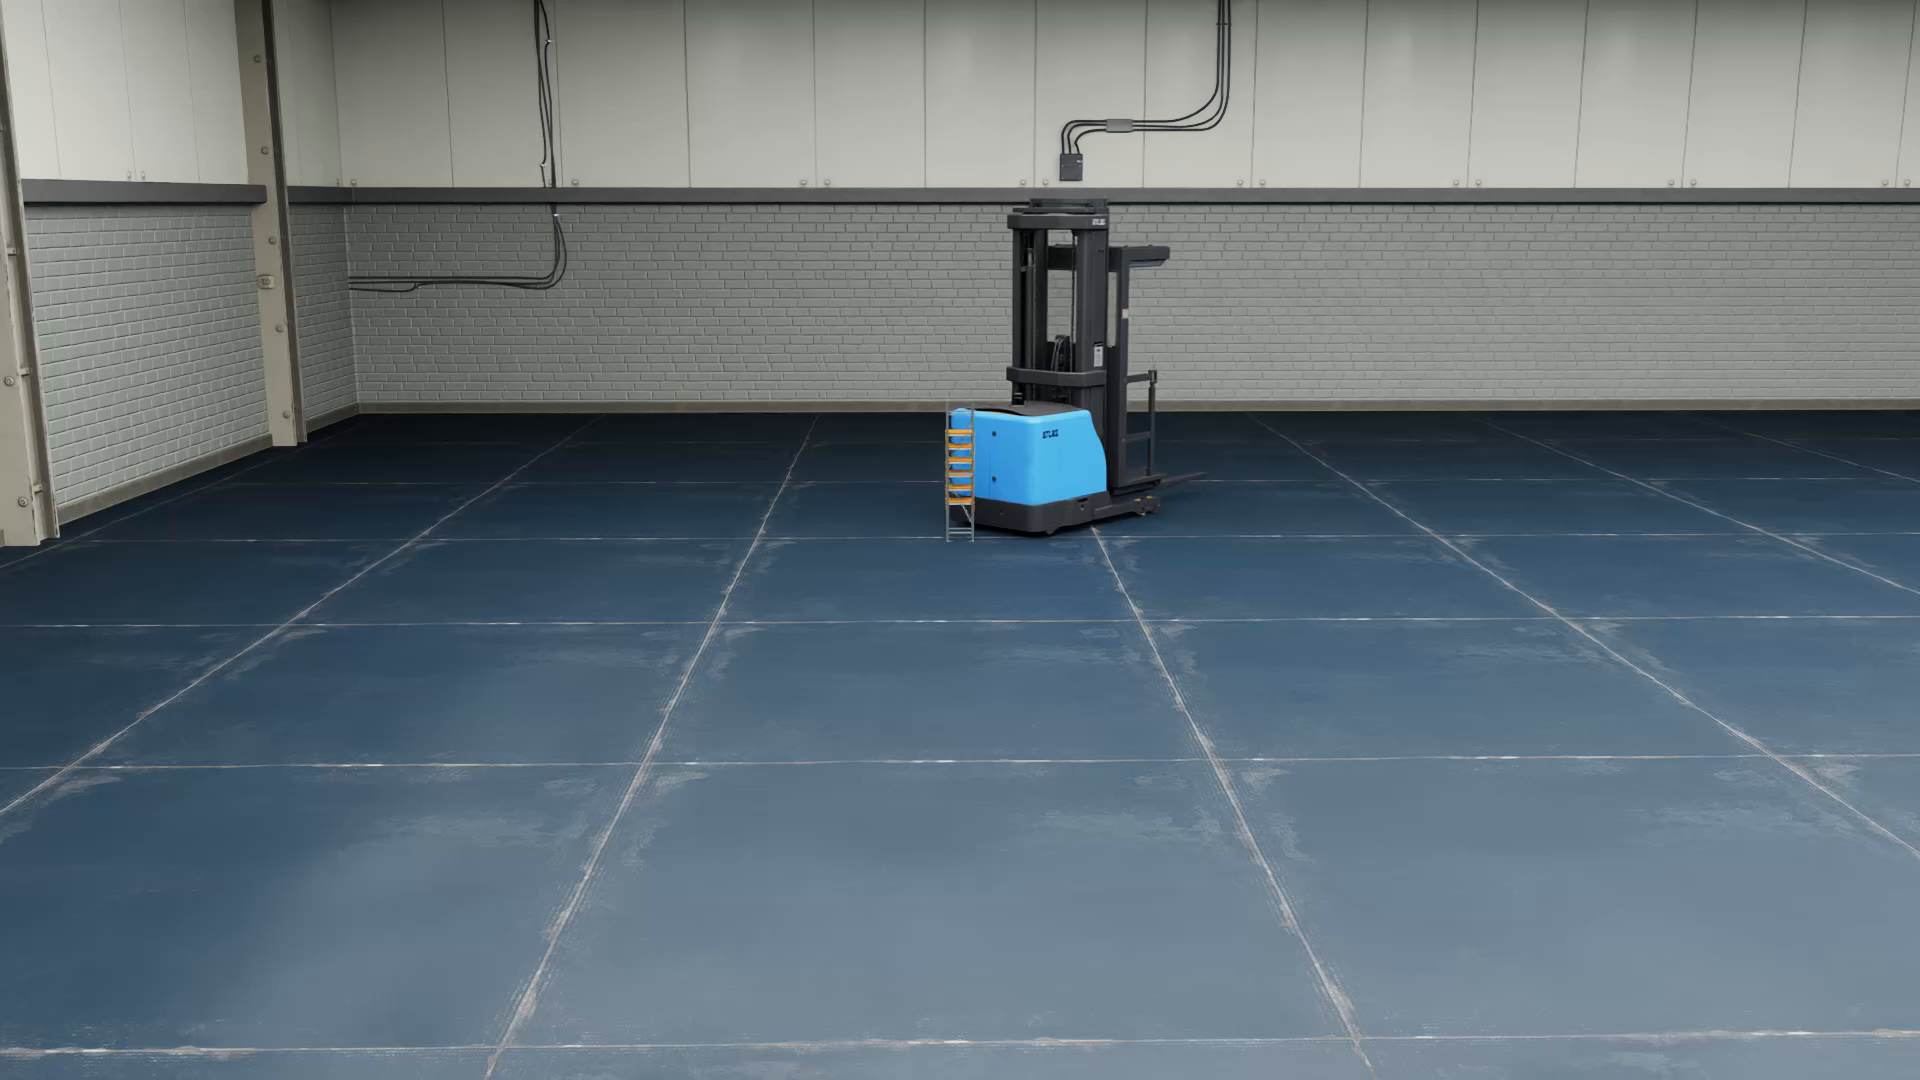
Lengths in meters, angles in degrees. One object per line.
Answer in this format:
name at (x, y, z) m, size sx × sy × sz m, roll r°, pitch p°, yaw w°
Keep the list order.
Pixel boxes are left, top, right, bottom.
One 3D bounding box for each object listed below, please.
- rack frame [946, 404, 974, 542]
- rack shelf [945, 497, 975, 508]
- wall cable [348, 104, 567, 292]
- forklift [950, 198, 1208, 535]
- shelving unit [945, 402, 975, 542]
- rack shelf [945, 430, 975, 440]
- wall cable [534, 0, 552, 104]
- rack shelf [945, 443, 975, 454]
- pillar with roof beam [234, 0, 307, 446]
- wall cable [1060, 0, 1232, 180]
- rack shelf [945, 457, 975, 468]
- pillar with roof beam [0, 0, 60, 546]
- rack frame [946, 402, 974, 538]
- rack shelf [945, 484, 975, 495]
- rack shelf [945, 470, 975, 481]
rack frame at (0.002, -0.573, 14.364) m, size 0.240 × 1.200 × 0.006 m, roll 0°, pitch 11°, yaw -1°
rack shelf at (0.000, -0.312, 14.511) m, size 0.258 × 0.103 × 0.180 m, roll 0°, pitch 11°, yaw -1°
wall cable at (-6.967, -4.662, 22.713) m, size 3.097 × 2.526 × 0.112 m, roll 0°, pitch 11°, yaw -1°
forklift at (1.258, -1.719, 15.660) m, size 1.130 × 2.935 × 3.031 m, roll 10°, pitch 15°, yaw 41°
shelving unit at (0.000, -0.591, 14.454) m, size 0.258 × 1.200 × 0.189 m, roll 0°, pitch 11°, yaw -1°
rack shelf at (0.000, -0.900, 14.391) m, size 0.258 × 0.103 × 0.180 m, roll 0°, pitch 11°, yaw -1°
wall cable at (-4.263, -7.148, 22.266) m, size 3.097 × 2.526 × 0.112 m, roll 0°, pitch 11°, yaw -1°
rack shelf at (0.000, -0.783, 14.415) m, size 0.258 × 0.103 × 0.180 m, roll 0°, pitch 11°, yaw -1°
pillar with roof beam at (-3.925, -5.610, 19.578) m, size 9.100 × 9.000 × 0.400 m, roll 0°, pitch 11°, yaw -1°
wall cable at (2.524, -7.886, 22.243) m, size 2.305 × 6.003 × 0.169 m, roll 0°, pitch 11°, yaw -1°
rack shelf at (0.000, -0.665, 14.439) m, size 0.258 × 0.103 × 0.180 m, roll 0°, pitch 11°, yaw -1°
pillar with roof beam at (-3.801, -4.417, 13.699) m, size 9.100 × 9.000 × 0.400 m, roll 0°, pitch 11°, yaw -1°
rack frame at (-0.002, -0.609, 14.544) m, size 0.240 × 1.200 × 0.006 m, roll 0°, pitch 11°, yaw -1°
rack shelf at (0.000, -0.430, 14.487) m, size 0.258 × 0.103 × 0.180 m, roll 0°, pitch 11°, yaw -1°
rack shelf at (0.000, -0.547, 14.463) m, size 0.258 × 0.103 × 0.180 m, roll 0°, pitch 11°, yaw -1°
